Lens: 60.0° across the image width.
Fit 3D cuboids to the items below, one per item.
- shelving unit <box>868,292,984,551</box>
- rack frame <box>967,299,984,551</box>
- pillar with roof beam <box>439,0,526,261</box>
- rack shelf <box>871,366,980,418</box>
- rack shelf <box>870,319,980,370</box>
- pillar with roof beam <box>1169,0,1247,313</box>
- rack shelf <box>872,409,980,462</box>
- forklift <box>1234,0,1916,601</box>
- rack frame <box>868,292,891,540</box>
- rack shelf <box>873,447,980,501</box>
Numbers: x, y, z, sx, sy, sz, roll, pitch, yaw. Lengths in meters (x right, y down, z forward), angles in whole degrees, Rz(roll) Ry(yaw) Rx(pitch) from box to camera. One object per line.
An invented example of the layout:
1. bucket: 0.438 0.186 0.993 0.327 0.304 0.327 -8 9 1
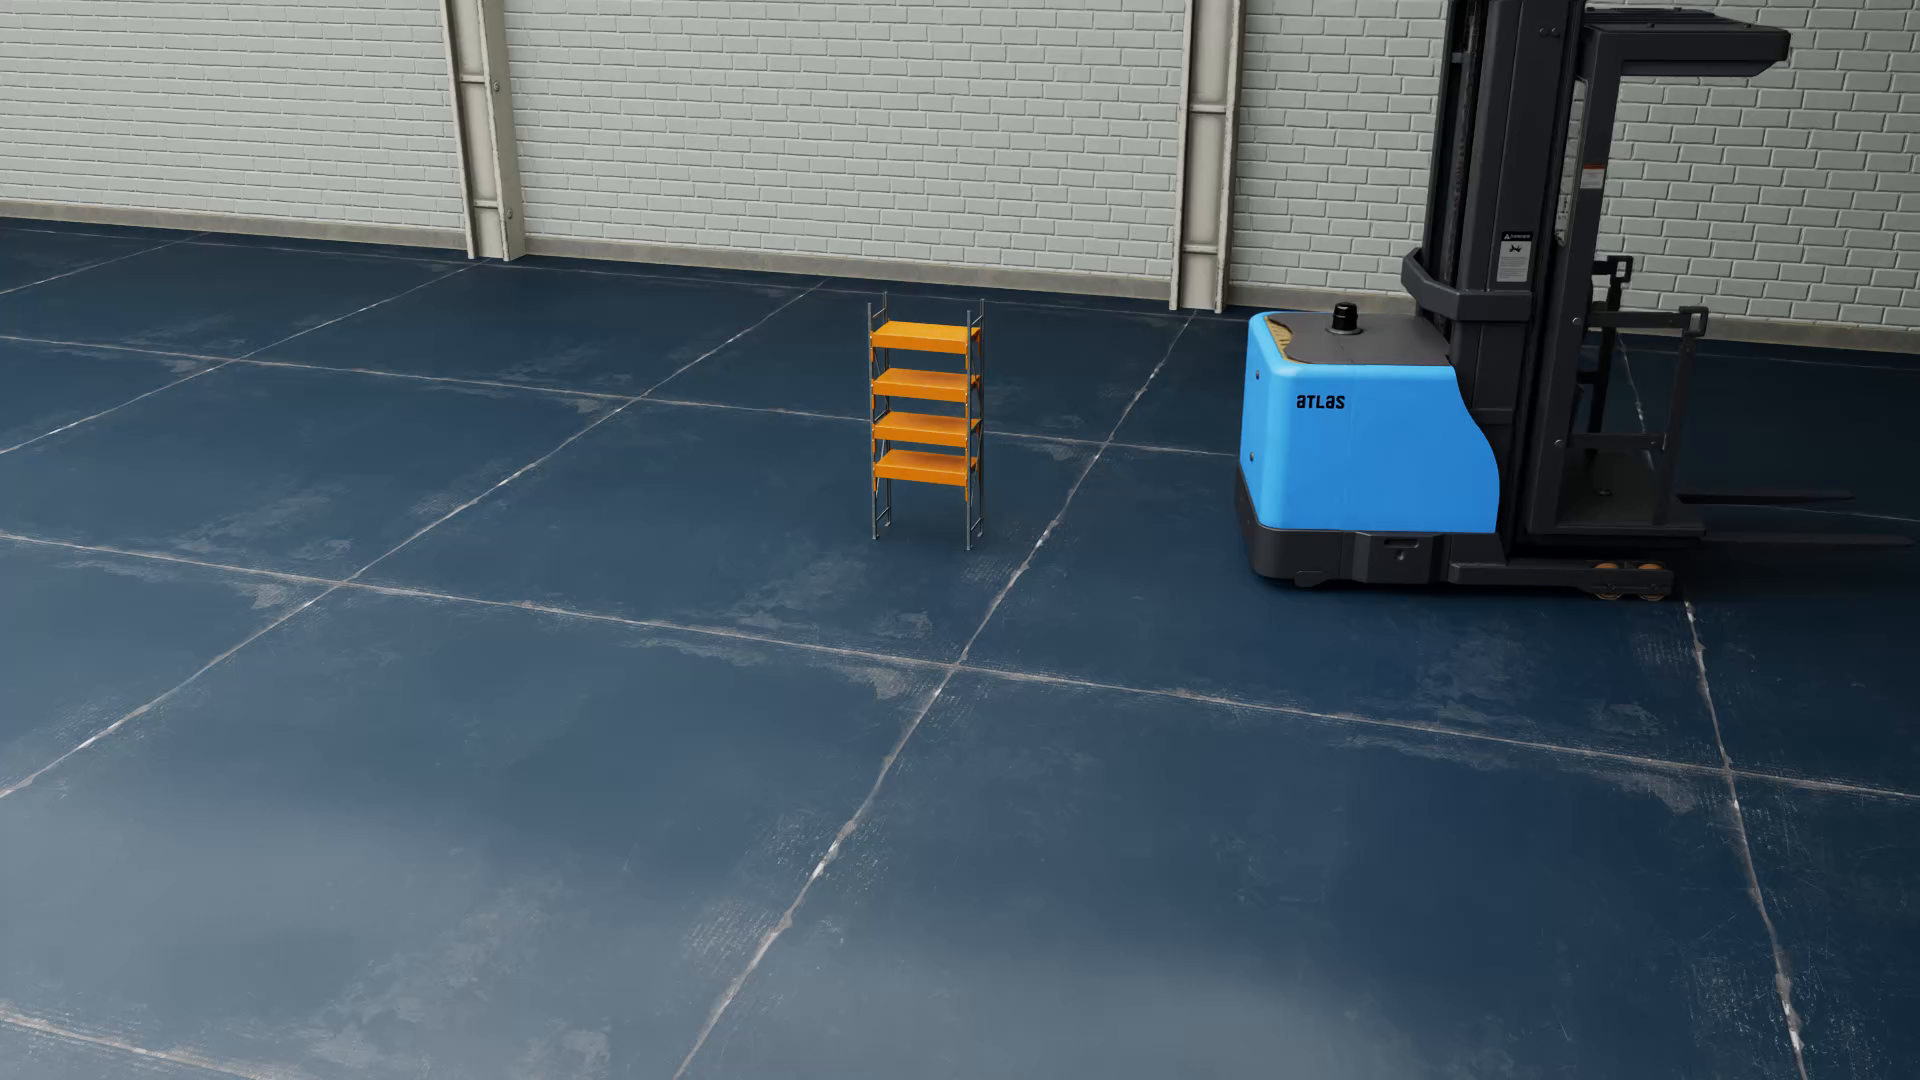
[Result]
1. shelving unit: -0.158 -0.573 8.087 0.503 1.200 0.258 7 23 16
2. rack frame: 0.075 -0.547 8.021 0.015 1.200 0.240 7 23 16
3. pillar with roof beam: -5.182 -5.023 8.659 0.400 9.000 9.100 7 23 16
4. rack shelf: -0.158 -0.718 8.027 0.480 0.148 0.258 7 23 16
5. rack shelf: -0.158 -0.937 7.937 0.480 0.148 0.258 7 23 16
6. pillar with roof beam: 0.562 -4.366 7.055 0.400 9.000 9.100 7 23 16
7. rack shelf: -0.158 -0.511 8.112 0.480 0.148 0.258 7 23 16
8. forklift: 2.900 -1.285 7.541 3.031 2.935 1.130 1 22 3
9. rack frame: -0.392 -0.600 8.152 0.015 1.200 0.240 7 23 16
10. rack shelf: -0.158 -0.327 8.187 0.480 0.148 0.258 7 23 16
